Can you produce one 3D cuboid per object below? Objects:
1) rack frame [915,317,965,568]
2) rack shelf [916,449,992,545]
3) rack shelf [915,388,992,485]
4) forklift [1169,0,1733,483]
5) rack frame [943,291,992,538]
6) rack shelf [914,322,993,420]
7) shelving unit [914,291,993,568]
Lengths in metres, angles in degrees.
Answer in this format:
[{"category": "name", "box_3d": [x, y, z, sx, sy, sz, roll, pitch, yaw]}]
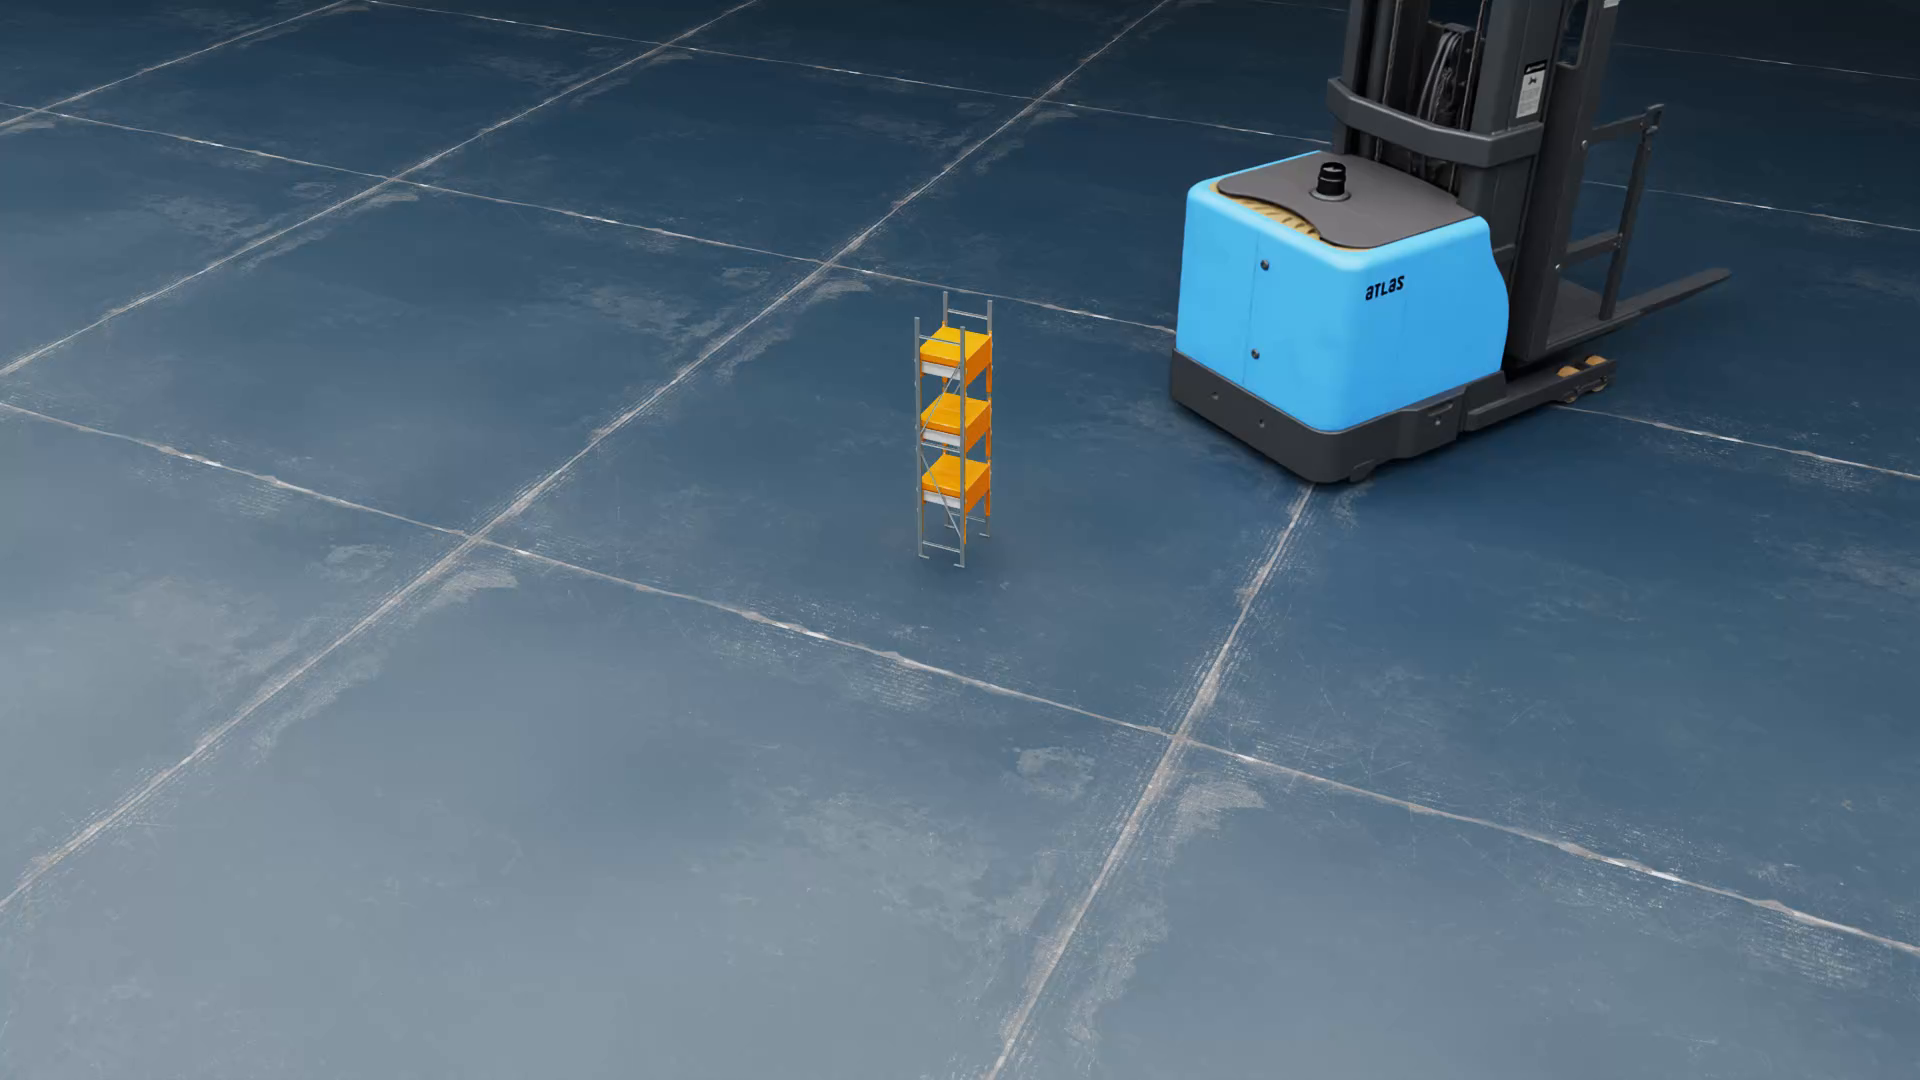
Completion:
[{"category": "rack frame", "box_3d": [-0.073, -0.352, 6.329, 0.200, 1.050, 0.008, 14, 36, 20]}, {"category": "rack shelf", "box_3d": [-0.022, -0.171, 6.580, 0.215, 0.259, 0.240, 14, 36, 20]}, {"category": "rack shelf", "box_3d": [-0.022, -0.404, 6.427, 0.215, 0.259, 0.240, 14, 36, 20]}, {"category": "forklift", "box_3d": [2.468, -2.083, 7.254, 3.031, 2.935, 1.130, -20, 38, -28]}, {"category": "rack frame", "box_3d": [0.029, -0.473, 6.514, 0.200, 1.050, 0.008, 14, 36, 20]}, {"category": "rack shelf", "box_3d": [-0.022, -0.641, 6.272, 0.215, 0.259, 0.240, 14, 36, 20]}, {"category": "shelving unit", "box_3d": [-0.022, -0.412, 6.421, 0.215, 1.050, 0.252, 14, 36, 20]}]
